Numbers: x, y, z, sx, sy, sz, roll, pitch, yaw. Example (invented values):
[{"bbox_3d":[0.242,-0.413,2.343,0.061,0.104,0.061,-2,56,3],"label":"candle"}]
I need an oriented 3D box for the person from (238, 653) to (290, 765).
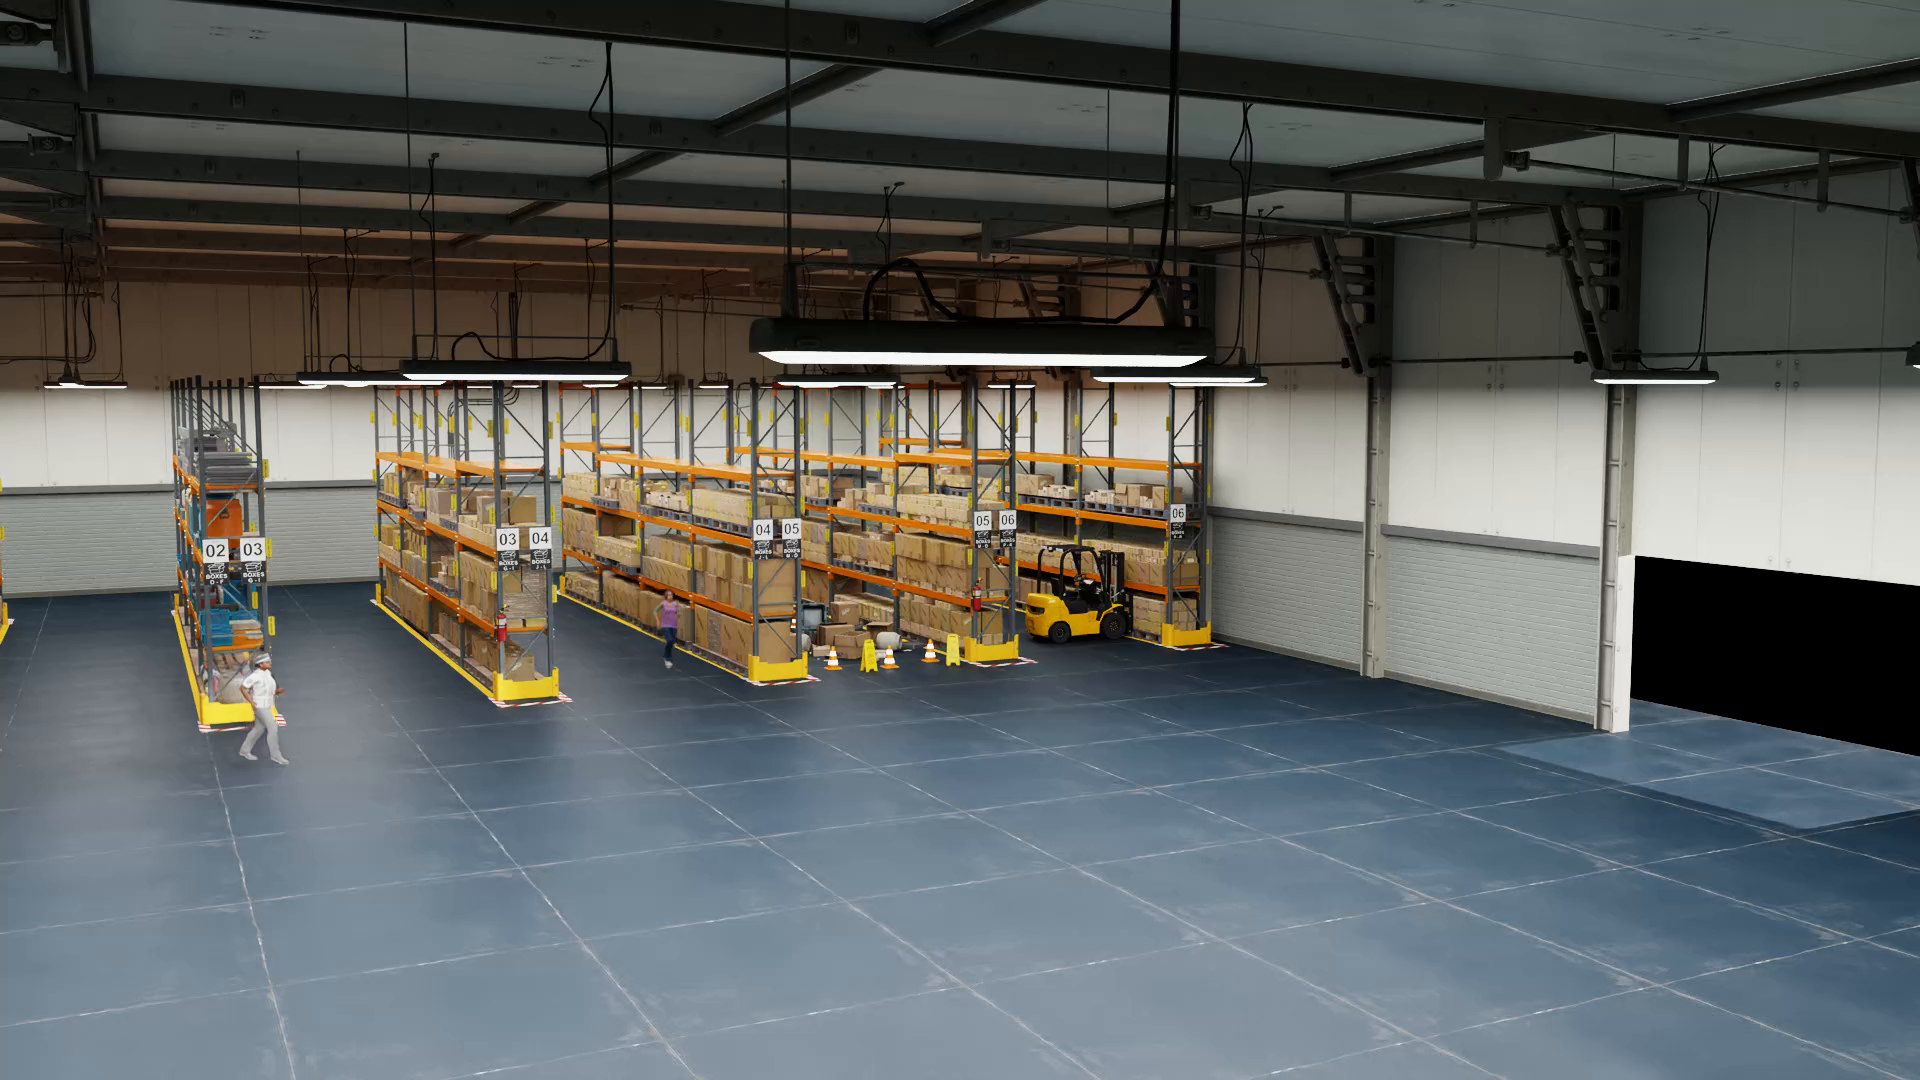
[{"bbox_3d":[-10.721,2.592,25.582,0.795,1.729,0.570,0,5,-3],"label":"person"}]

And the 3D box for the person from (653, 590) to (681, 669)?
[{"bbox_3d":[-6.055,1.851,34.582,0.503,1.639,0.703,-4,6,-36],"label":"person"}]

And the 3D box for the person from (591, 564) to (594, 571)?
[{"bbox_3d":[-10.637,0.593,48.750,0.529,1.616,0.660,1,5,8],"label":"person"}]
